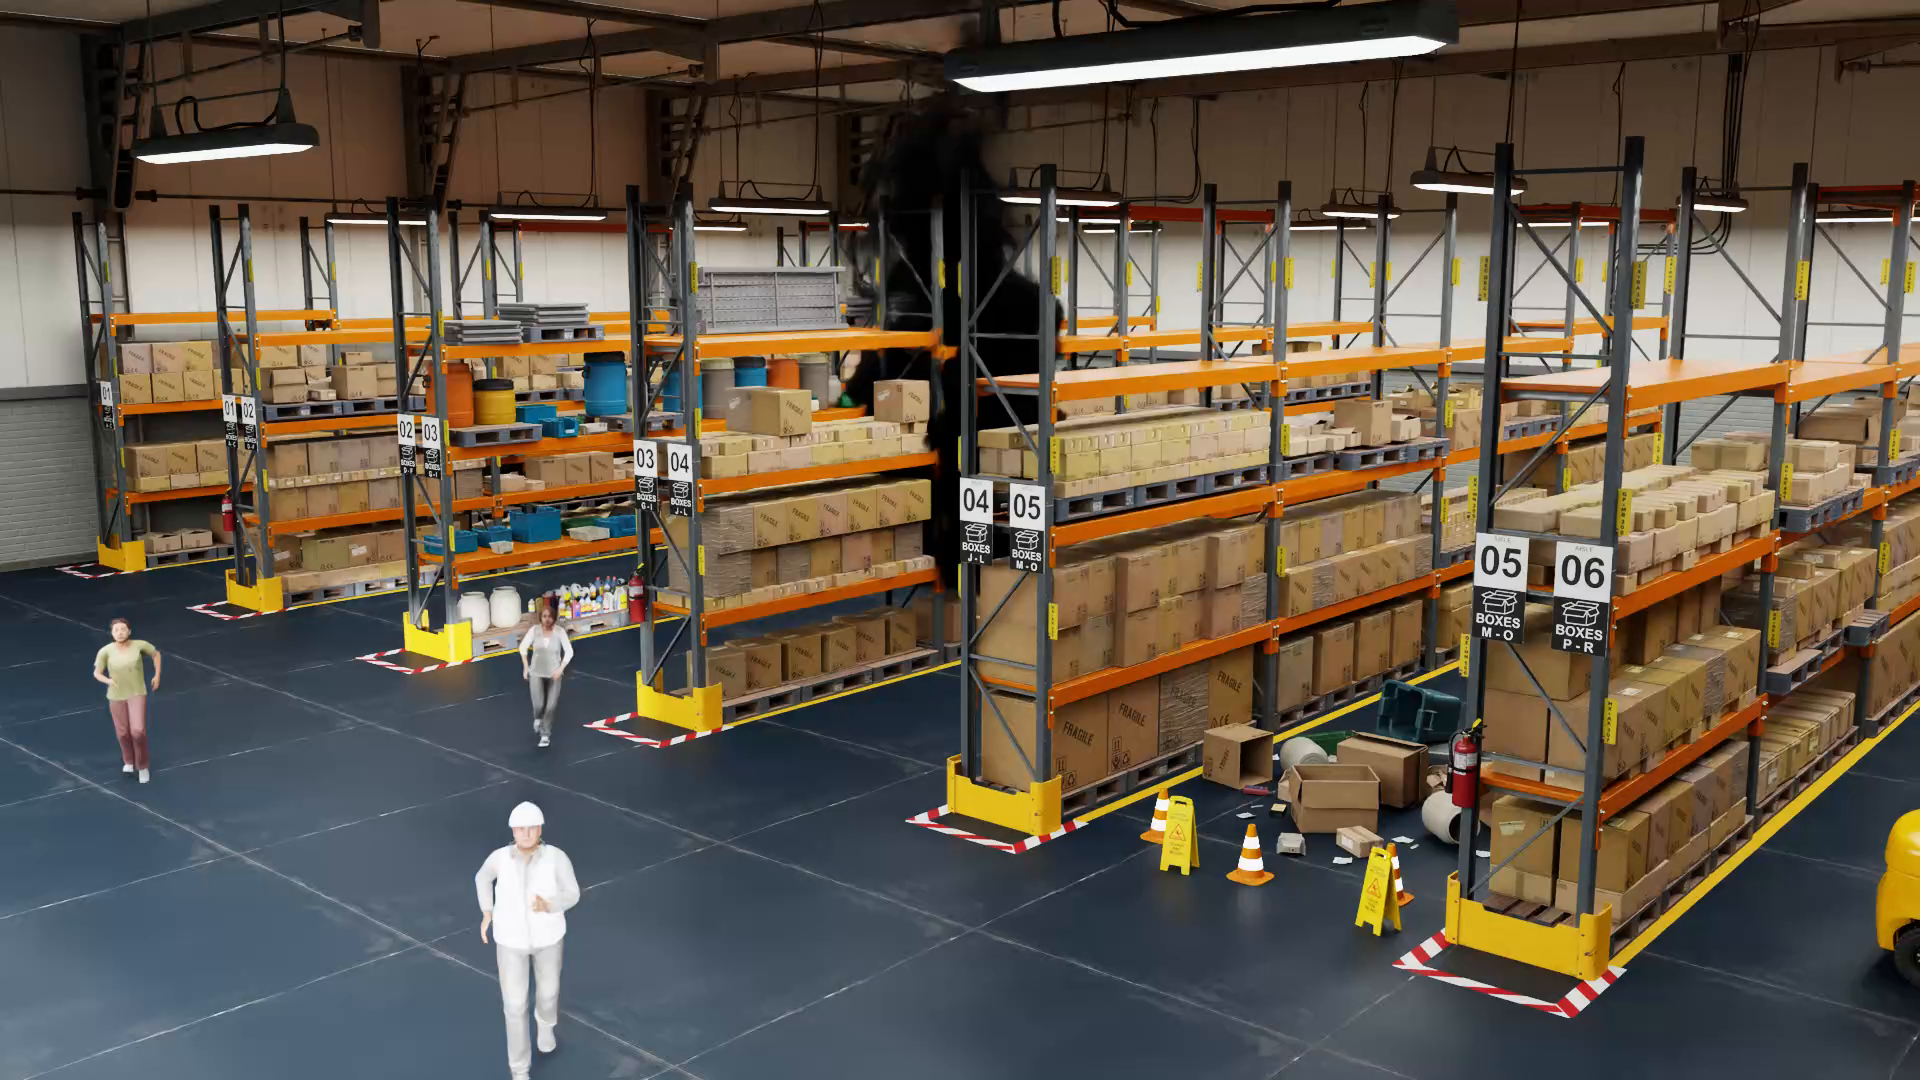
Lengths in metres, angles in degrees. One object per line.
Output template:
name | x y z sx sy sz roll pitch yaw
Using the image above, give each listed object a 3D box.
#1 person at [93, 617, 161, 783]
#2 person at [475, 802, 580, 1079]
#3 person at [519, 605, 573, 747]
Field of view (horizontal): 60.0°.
person | -8.330 1.613 16.676 0.592 1.716 0.695 -4 10 -21
person | -2.733 2.551 10.576 0.633 1.822 0.825 -3 10 -16
person | -4.449 1.448 17.929 0.552 1.550 0.516 -3 10 -17
